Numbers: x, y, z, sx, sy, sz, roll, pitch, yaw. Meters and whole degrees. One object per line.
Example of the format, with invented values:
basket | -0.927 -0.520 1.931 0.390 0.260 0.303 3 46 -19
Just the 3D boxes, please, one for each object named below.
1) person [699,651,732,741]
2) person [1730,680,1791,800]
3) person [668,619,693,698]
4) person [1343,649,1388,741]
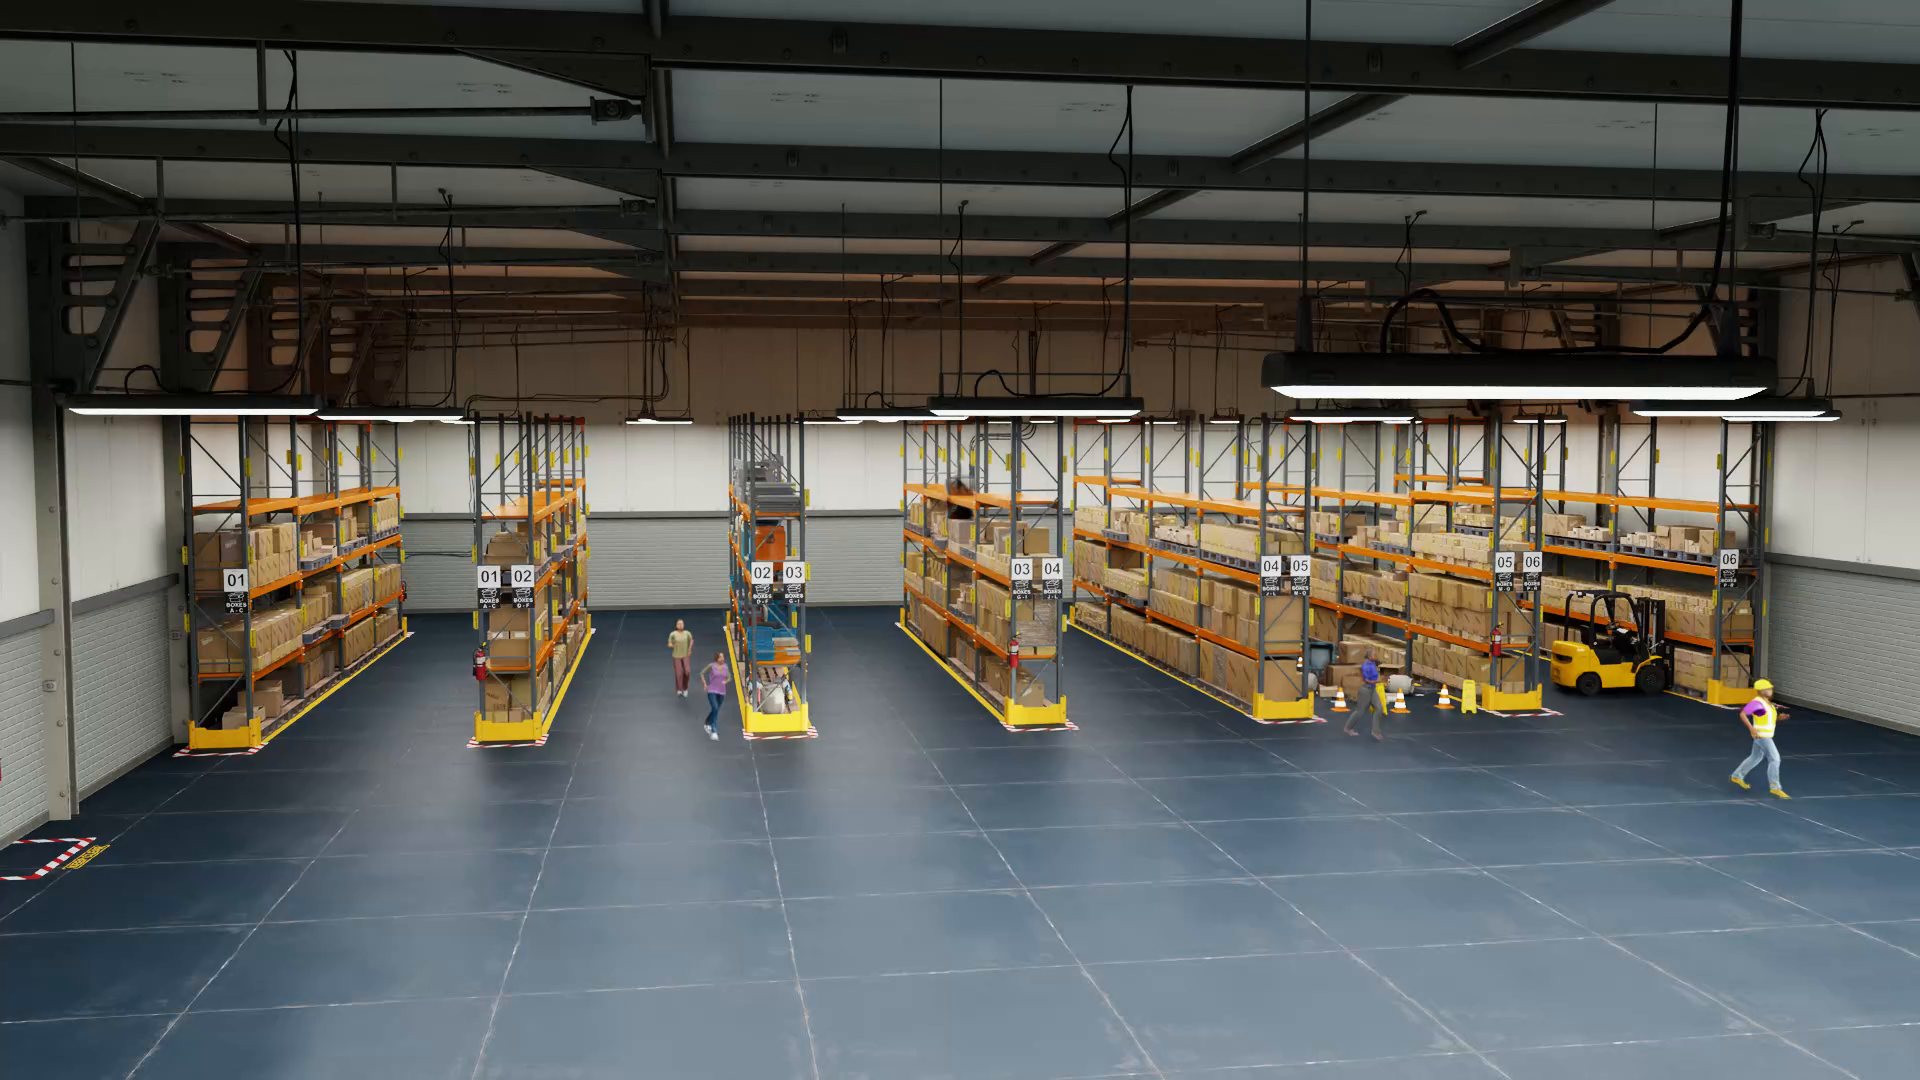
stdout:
person | -4.513 2.857 30.723 0.516 1.636 0.720 -3 5 -33
person | 12.447 3.068 25.805 0.876 1.806 0.686 2 5 31
person | -5.892 2.504 35.165 0.561 1.678 0.620 -1 4 -16
person | 7.438 2.837 30.448 0.810 1.714 0.510 3 5 36
